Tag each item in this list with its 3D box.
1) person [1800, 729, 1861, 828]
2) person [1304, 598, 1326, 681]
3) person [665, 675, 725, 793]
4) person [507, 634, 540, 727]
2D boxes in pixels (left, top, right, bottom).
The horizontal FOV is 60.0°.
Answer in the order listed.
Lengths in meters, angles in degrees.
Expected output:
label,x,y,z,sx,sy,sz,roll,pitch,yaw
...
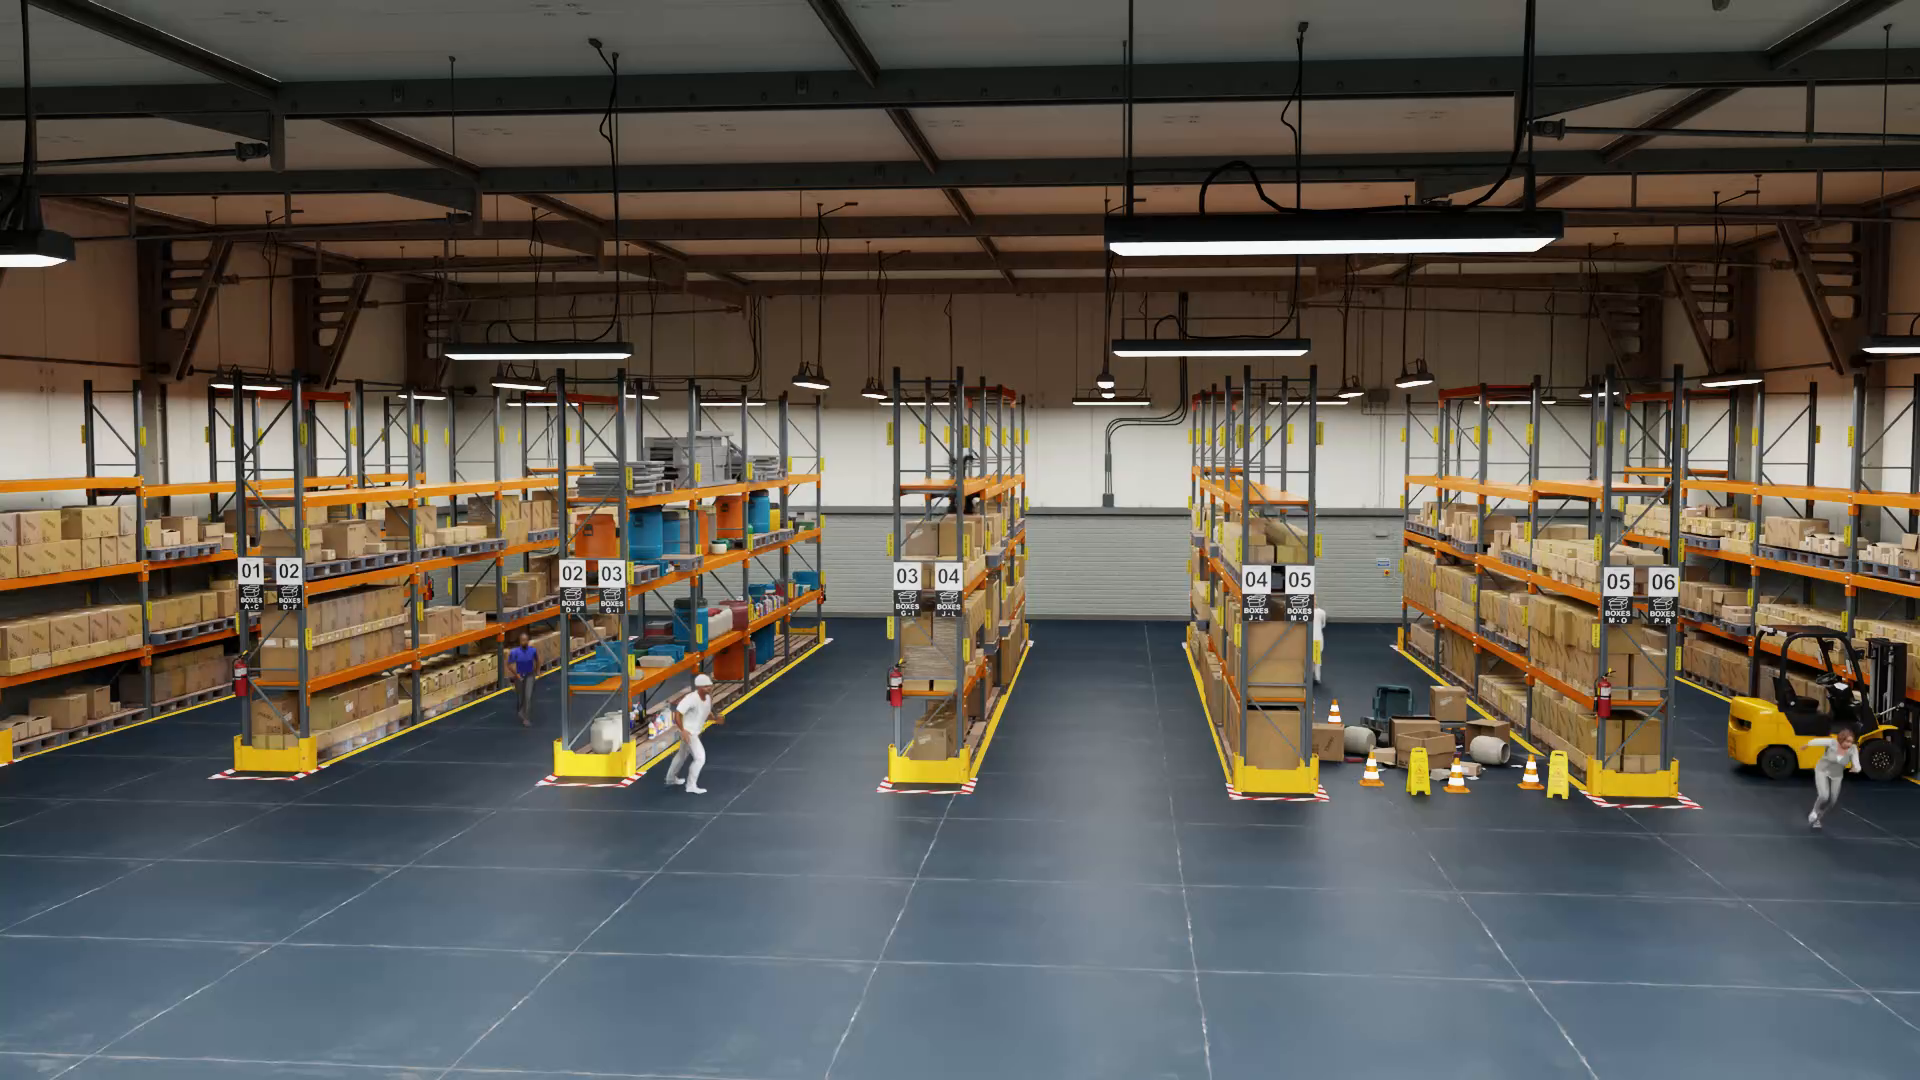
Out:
label,x,y,z,sx,sy,sz,roll,pitch,yaw
person,10.985,3.014,20.926,0.533,1.350,0.922,0,4,8
person,7.228,2.021,34.115,0.617,1.704,0.983,0,4,0
person,-3.766,2.716,23.448,0.897,1.687,0.727,0,4,7
person,-7.601,2.410,28.957,0.574,1.610,0.743,-1,4,-21
